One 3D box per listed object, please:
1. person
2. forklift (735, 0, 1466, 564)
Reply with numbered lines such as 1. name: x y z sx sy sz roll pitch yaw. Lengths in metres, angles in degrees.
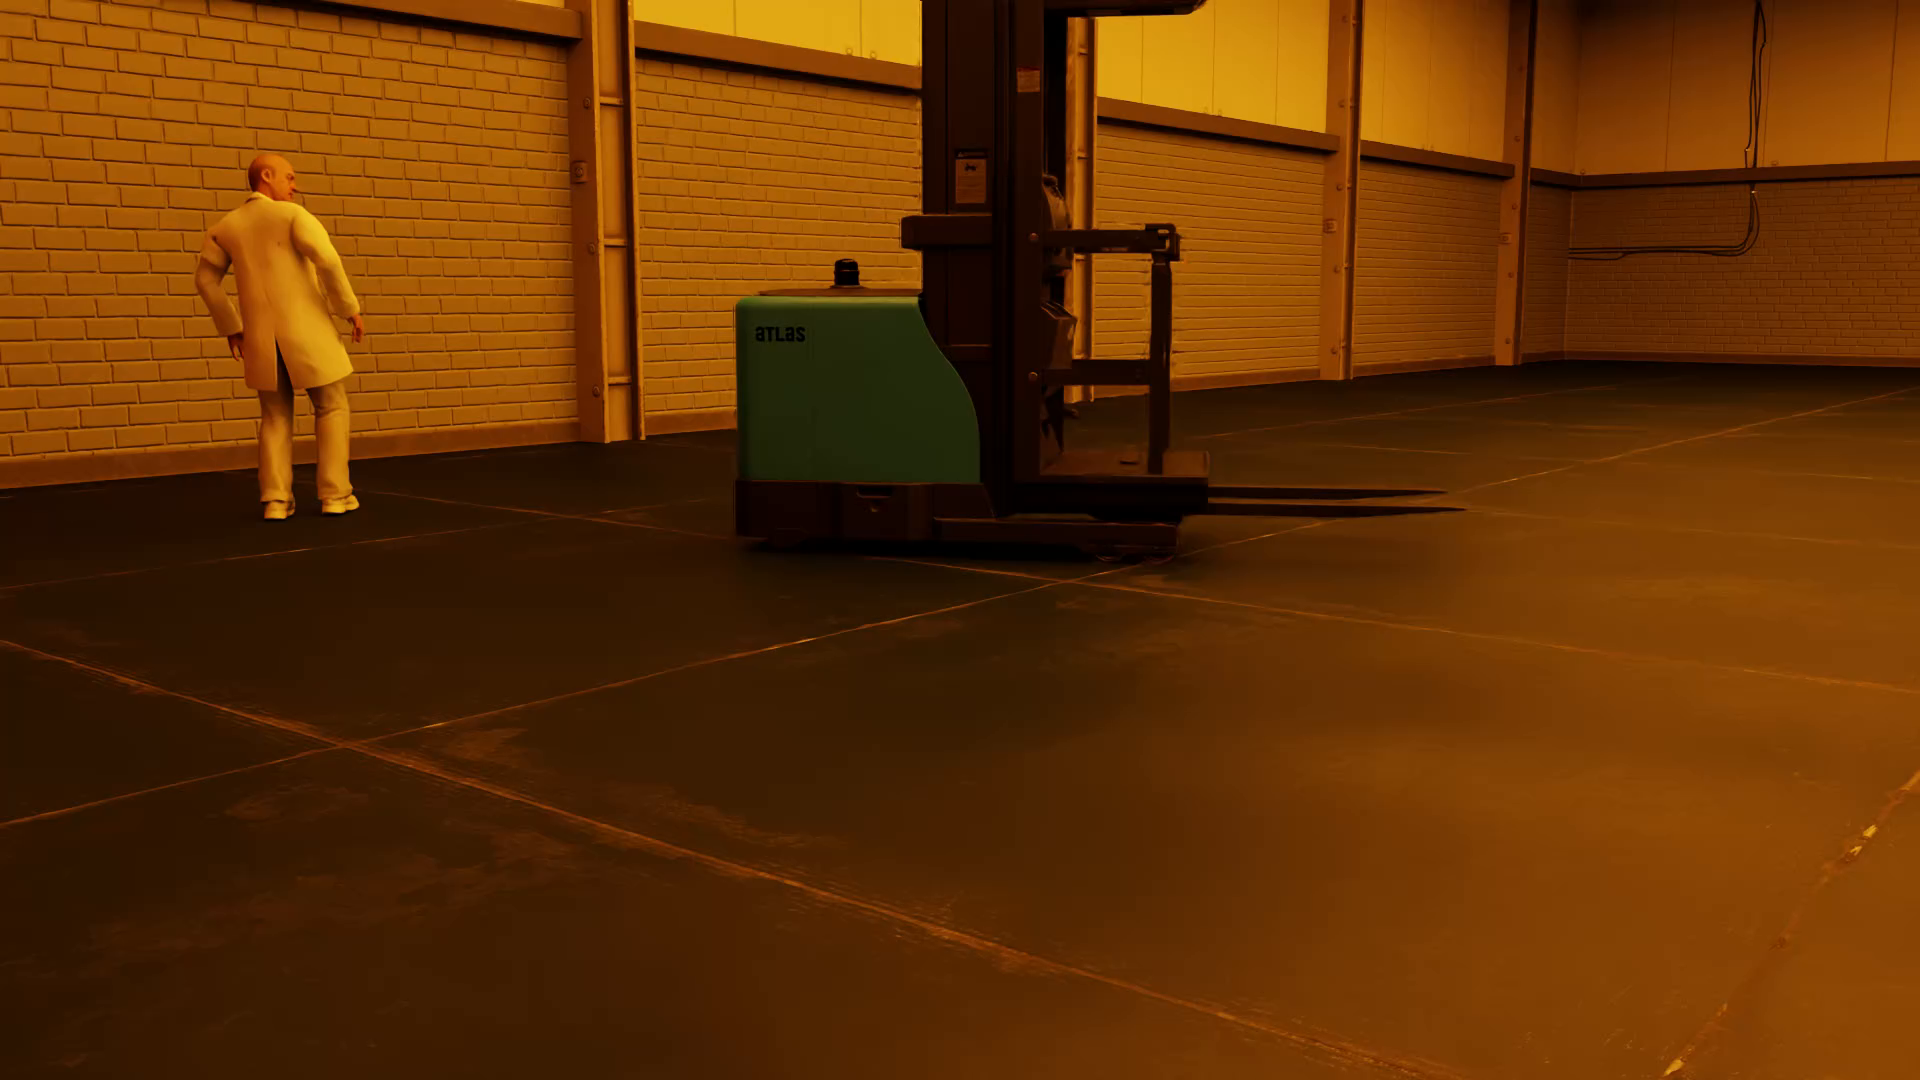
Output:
1. person: -3.293 -0.993 8.153 0.794 1.757 0.554 1 8 3
2. forklift: 0.604 -1.437 7.104 3.031 2.935 1.130 1 8 8
